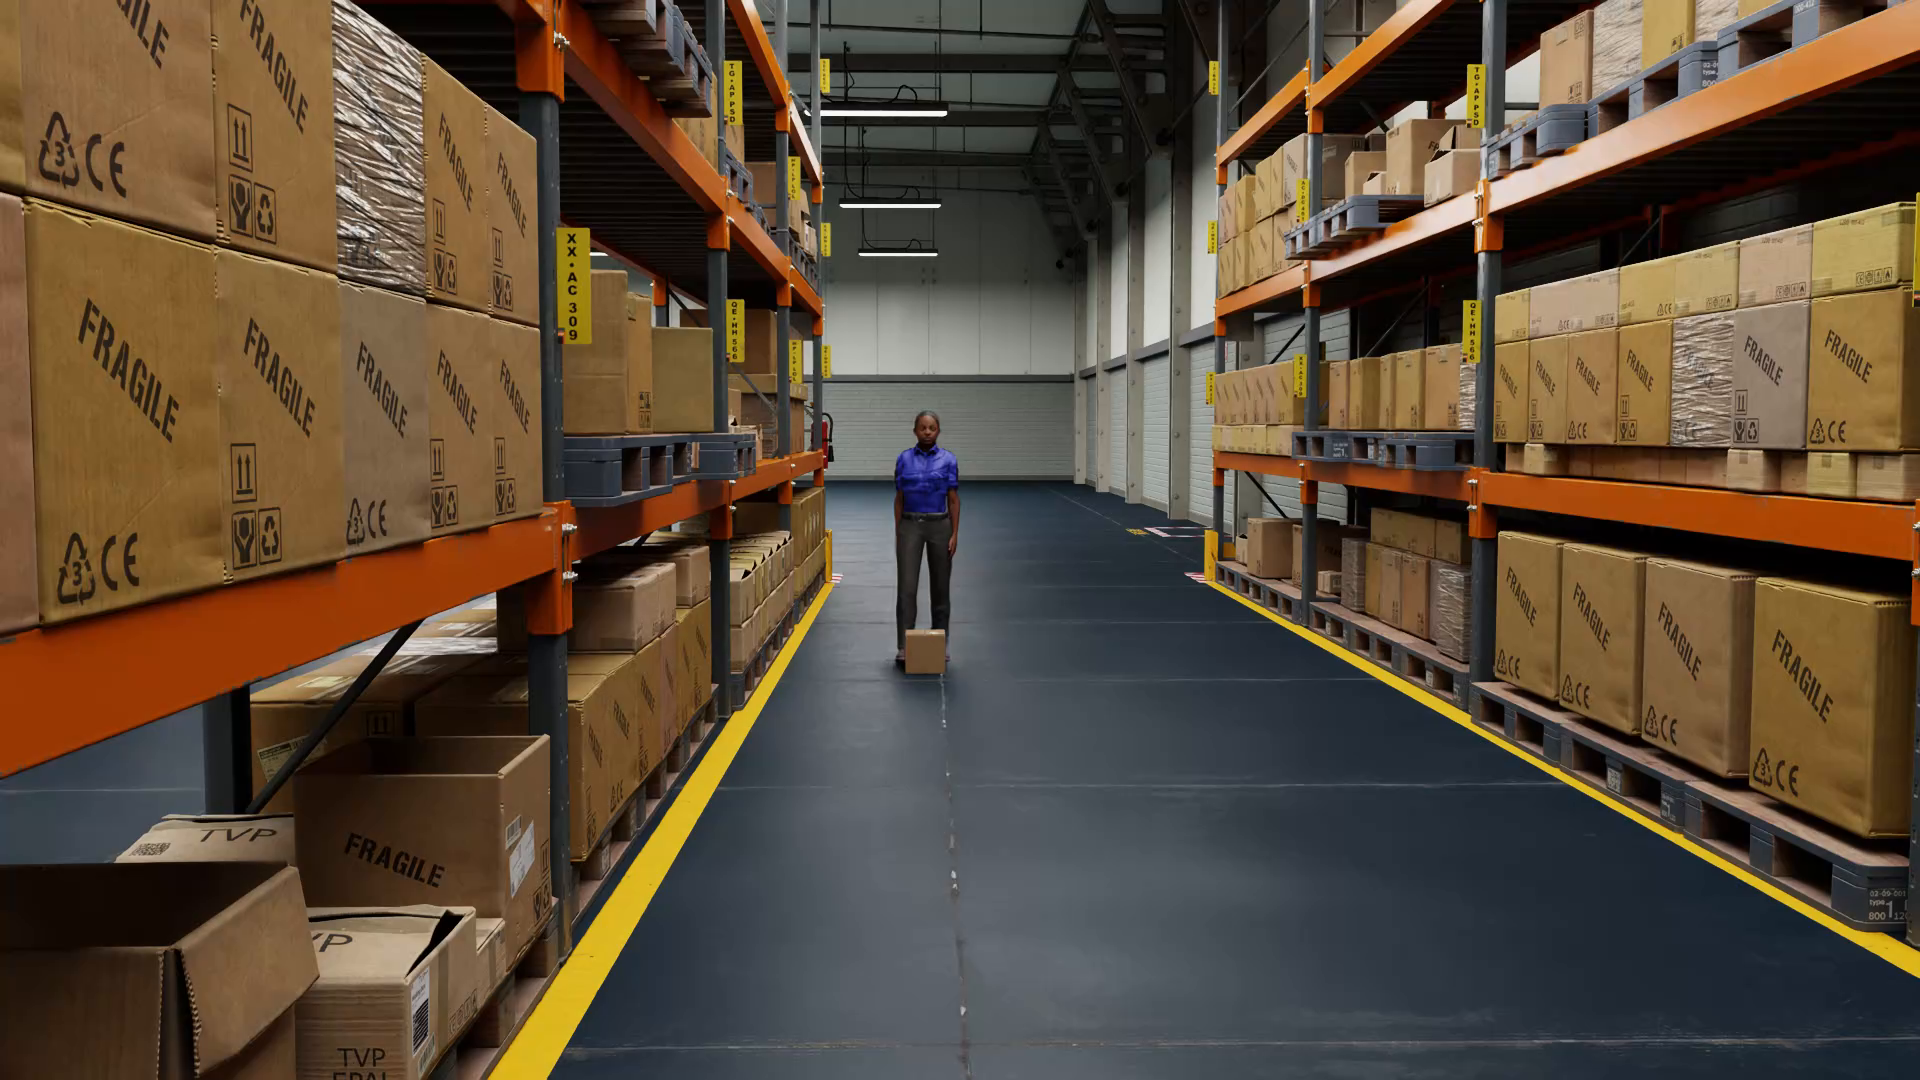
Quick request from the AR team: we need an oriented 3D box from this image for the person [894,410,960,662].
[{"bbox_3d":[-0.218,-0.022,10.922,0.434,1.661,0.425,0,4,1],"label":"person"}]
